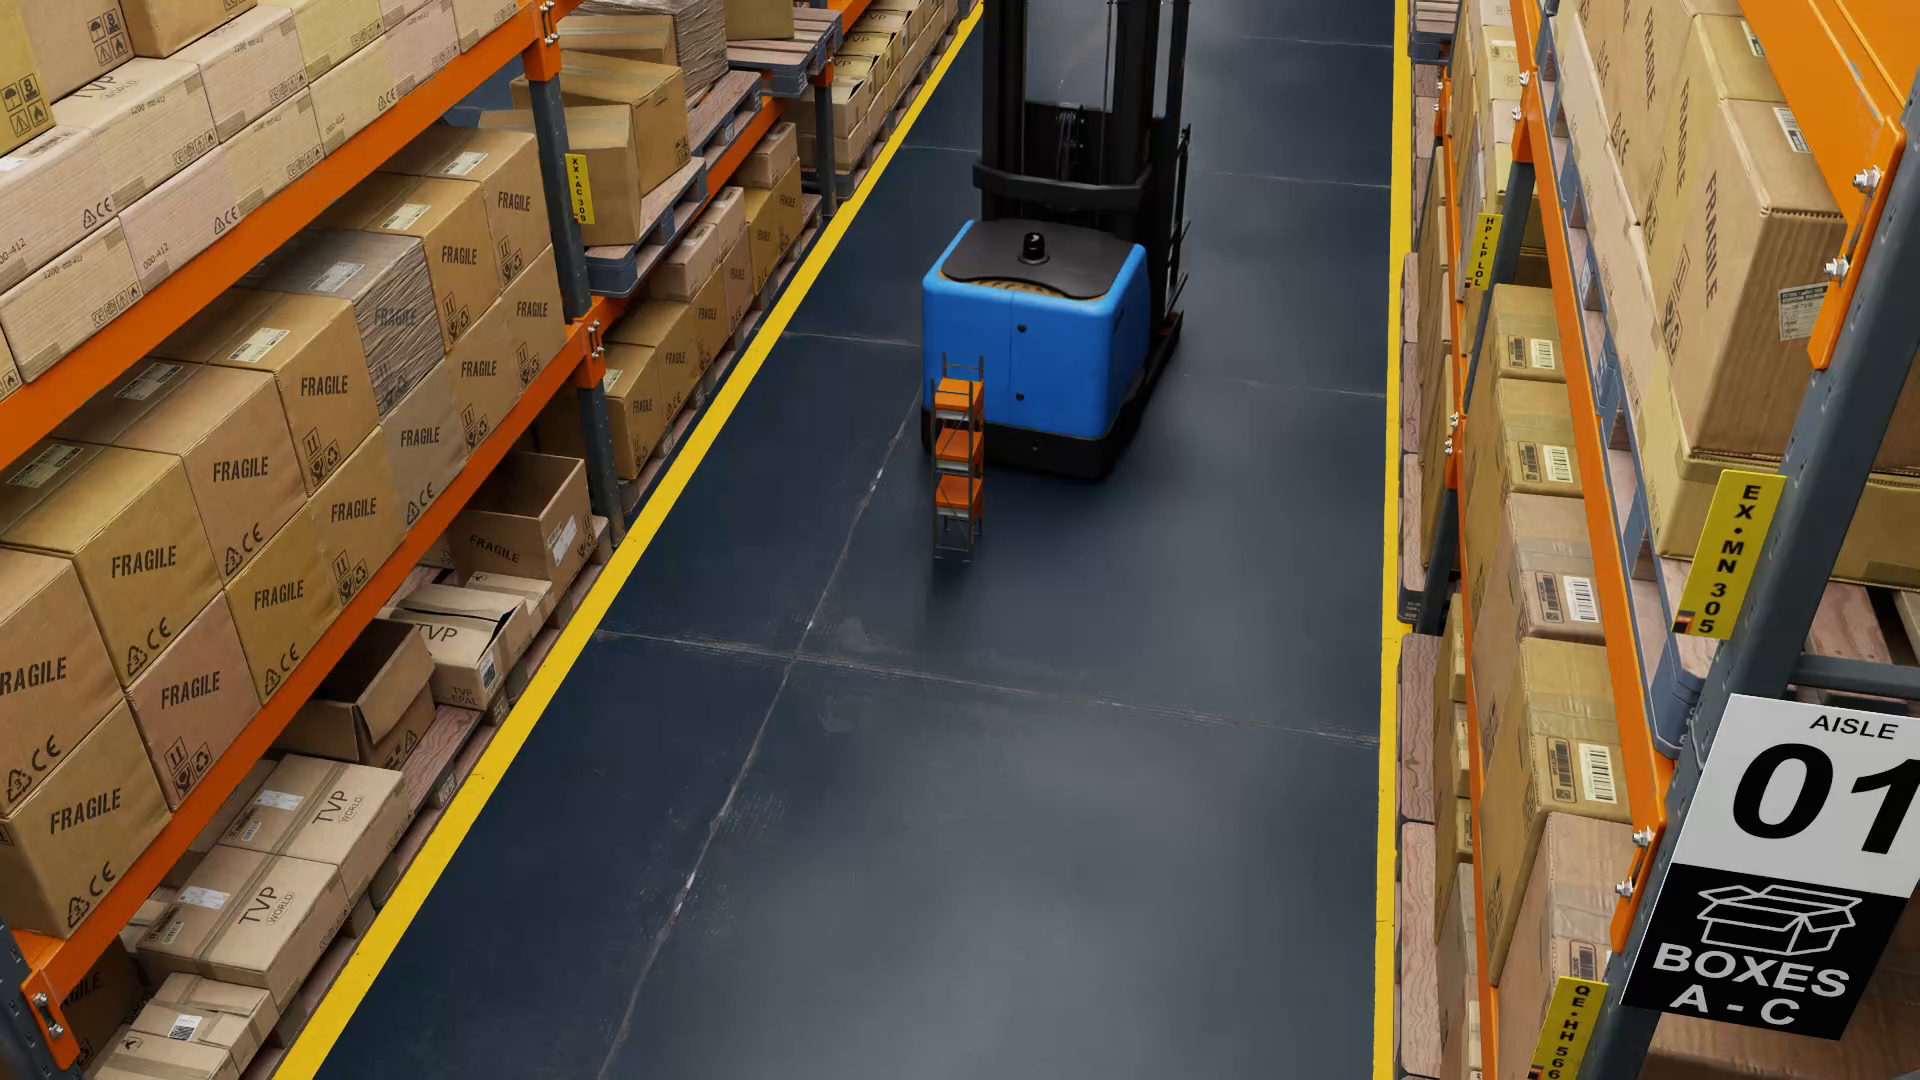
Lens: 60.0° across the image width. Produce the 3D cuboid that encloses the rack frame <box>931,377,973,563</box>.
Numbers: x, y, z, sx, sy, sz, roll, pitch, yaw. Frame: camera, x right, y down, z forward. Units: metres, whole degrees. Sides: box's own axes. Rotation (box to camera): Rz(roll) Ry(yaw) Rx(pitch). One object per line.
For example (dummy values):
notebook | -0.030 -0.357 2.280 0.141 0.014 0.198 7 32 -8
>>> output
rack frame | -0.038 -0.324 8.073 0.200 1.050 0.008 7 37 10

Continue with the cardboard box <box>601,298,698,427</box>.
cardboard box | -1.775 -0.986 9.080 0.500 0.500 0.500 8 37 11

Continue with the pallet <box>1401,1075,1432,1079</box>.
pallet | 1.861 2.306 5.158 1.003 0.211 1.213 7 37 10

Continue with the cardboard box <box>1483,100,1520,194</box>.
cardboard box | 2.590 -1.712 7.332 0.500 0.250 0.500 8 37 11

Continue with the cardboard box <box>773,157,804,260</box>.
cardboard box | -1.335 -2.160 10.700 0.500 0.500 0.500 9 37 12

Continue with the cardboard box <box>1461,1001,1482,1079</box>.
cardboard box | 1.722 1.568 5.020 0.380 0.149 0.250 8 37 11

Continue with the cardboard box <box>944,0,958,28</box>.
cardboard box | -0.316 -4.636 14.345 0.500 0.250 0.500 7 37 10

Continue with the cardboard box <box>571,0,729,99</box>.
cardboard box | -1.771 -2.895 9.515 0.700 0.500 0.500 14 38 19

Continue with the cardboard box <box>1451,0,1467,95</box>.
cardboard box | 3.122 -2.864 9.559 0.500 0.500 0.500 8 37 11

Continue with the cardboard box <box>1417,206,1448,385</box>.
cardboard box | 2.997 -1.334 9.279 0.750 0.750 0.750 7 37 10

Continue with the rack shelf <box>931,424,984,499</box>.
rack shelf | -0.011 -0.386 8.176 0.215 0.259 0.240 7 37 10

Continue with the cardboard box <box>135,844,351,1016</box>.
cardboard box | -2.573 1.399 6.002 0.500 0.250 0.500 7 37 10

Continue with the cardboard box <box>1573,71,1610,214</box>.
cardboard box | 1.991 -1.064 4.560 0.500 0.250 0.500 6 36 9

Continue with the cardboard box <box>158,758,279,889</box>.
cardboard box | -2.966 1.078 6.444 0.500 0.250 0.500 7 37 10

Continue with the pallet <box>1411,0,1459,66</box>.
pallet | 3.524 -3.285 10.660 1.213 0.211 1.003 7 37 10

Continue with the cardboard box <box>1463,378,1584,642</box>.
cardboard box | 2.328 -0.042 5.767 0.980 0.700 0.700 6 36 9

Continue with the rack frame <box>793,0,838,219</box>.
rack frame | -1.365 -3.560 10.876 1.000 3.000 0.127 7 37 10

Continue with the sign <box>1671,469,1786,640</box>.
sign | 1.240 0.028 2.682 0.100 0.325 0.005 7 37 10

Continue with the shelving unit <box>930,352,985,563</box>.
shelving unit | -0.011 -0.394 8.170 0.215 1.050 0.252 7 37 10

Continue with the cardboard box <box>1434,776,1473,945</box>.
cardboard box | 2.139 1.192 6.092 0.700 0.500 0.500 8 37 11

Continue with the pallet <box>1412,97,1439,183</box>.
pallet | 3.907 -2.957 12.420 1.003 0.211 1.213 7 37 10

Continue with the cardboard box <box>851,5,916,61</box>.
cardboard box | -0.642 -3.996 12.985 0.500 0.311 0.500 7 36 9

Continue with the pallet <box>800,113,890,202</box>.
pallet | -1.151 -2.898 12.338 1.003 0.211 1.213 7 37 10

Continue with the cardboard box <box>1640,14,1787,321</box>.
cardboard box | 1.774 -0.762 3.505 0.500 0.500 0.500 8 37 11

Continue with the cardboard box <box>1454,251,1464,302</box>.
cardboard box | 2.546 -1.233 7.862 0.380 0.149 0.250 7 37 10

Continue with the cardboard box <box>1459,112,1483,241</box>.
cardboard box | 2.688 -1.694 7.945 0.500 0.500 0.500 7 37 10

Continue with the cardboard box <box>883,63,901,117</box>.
cardboard box | -0.754 -3.467 12.733 0.500 0.250 0.500 6 36 9

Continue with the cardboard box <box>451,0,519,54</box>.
cardboard box | -2.063 -2.108 6.445 0.500 0.250 0.500 7 37 10

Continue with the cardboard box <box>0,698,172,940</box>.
cardboard box | -2.721 0.765 4.824 0.500 0.500 0.500 8 37 11

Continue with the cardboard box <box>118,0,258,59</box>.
cardboard box | -2.590 -1.781 4.928 0.700 0.500 0.500 7 37 10

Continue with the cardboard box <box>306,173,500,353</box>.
cardboard box | -2.181 -1.095 6.538 0.500 0.500 0.500 7 36 9

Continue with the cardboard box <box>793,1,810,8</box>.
cardboard box | -1.244 -3.727 11.182 0.500 0.311 0.500 10 37 13

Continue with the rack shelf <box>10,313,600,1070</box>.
rack shelf | -2.646 0.171 6.341 1.077 0.370 4.000 7 37 10

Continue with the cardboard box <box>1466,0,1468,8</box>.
cardboard box | 3.120 -3.169 9.342 0.500 0.250 0.500 8 37 11

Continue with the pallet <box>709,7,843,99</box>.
pallet | -1.441 -3.085 10.384 1.213 0.211 1.003 7 37 10

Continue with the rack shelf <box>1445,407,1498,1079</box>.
rack shelf | 2.194 0.790 5.487 1.077 0.370 4.000 7 37 10

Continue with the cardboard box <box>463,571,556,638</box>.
cardboard box | -2.085 0.294 7.612 0.380 0.149 0.250 7 37 10

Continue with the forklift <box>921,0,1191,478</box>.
forklift | 0.736 -2.384 9.312 1.130 2.935 3.031 11 37 15

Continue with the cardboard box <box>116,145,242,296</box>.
cardboard box | -2.491 -0.962 4.863 0.500 0.250 0.500 7 37 10

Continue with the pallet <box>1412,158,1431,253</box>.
pallet | 3.644 -2.260 11.458 1.003 0.211 1.213 7 37 10

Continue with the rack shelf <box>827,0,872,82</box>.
rack shelf | -0.938 -4.415 12.669 1.077 0.370 4.000 7 37 10

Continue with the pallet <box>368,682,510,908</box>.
pallet | -2.625 0.958 7.019 1.003 0.211 1.213 7 37 10

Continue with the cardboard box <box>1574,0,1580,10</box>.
cardboard box | 2.195 -1.942 5.133 0.500 0.500 0.500 7 37 10

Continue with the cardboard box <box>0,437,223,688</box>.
cardboard box | -2.617 0.059 4.945 0.500 0.500 0.500 8 37 10

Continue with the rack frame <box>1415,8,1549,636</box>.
rack frame | 2.621 -0.648 6.858 1.000 3.000 0.127 7 37 10

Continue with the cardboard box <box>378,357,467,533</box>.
cardboard box | -2.291 -0.398 6.428 0.500 0.500 0.500 8 37 11

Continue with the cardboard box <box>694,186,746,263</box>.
cardboard box | -1.558 -1.844 9.624 0.500 0.250 0.500 7 36 9

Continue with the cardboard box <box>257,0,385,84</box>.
cardboard box | -2.277 -1.737 5.507 0.500 0.250 0.500 7 37 10
